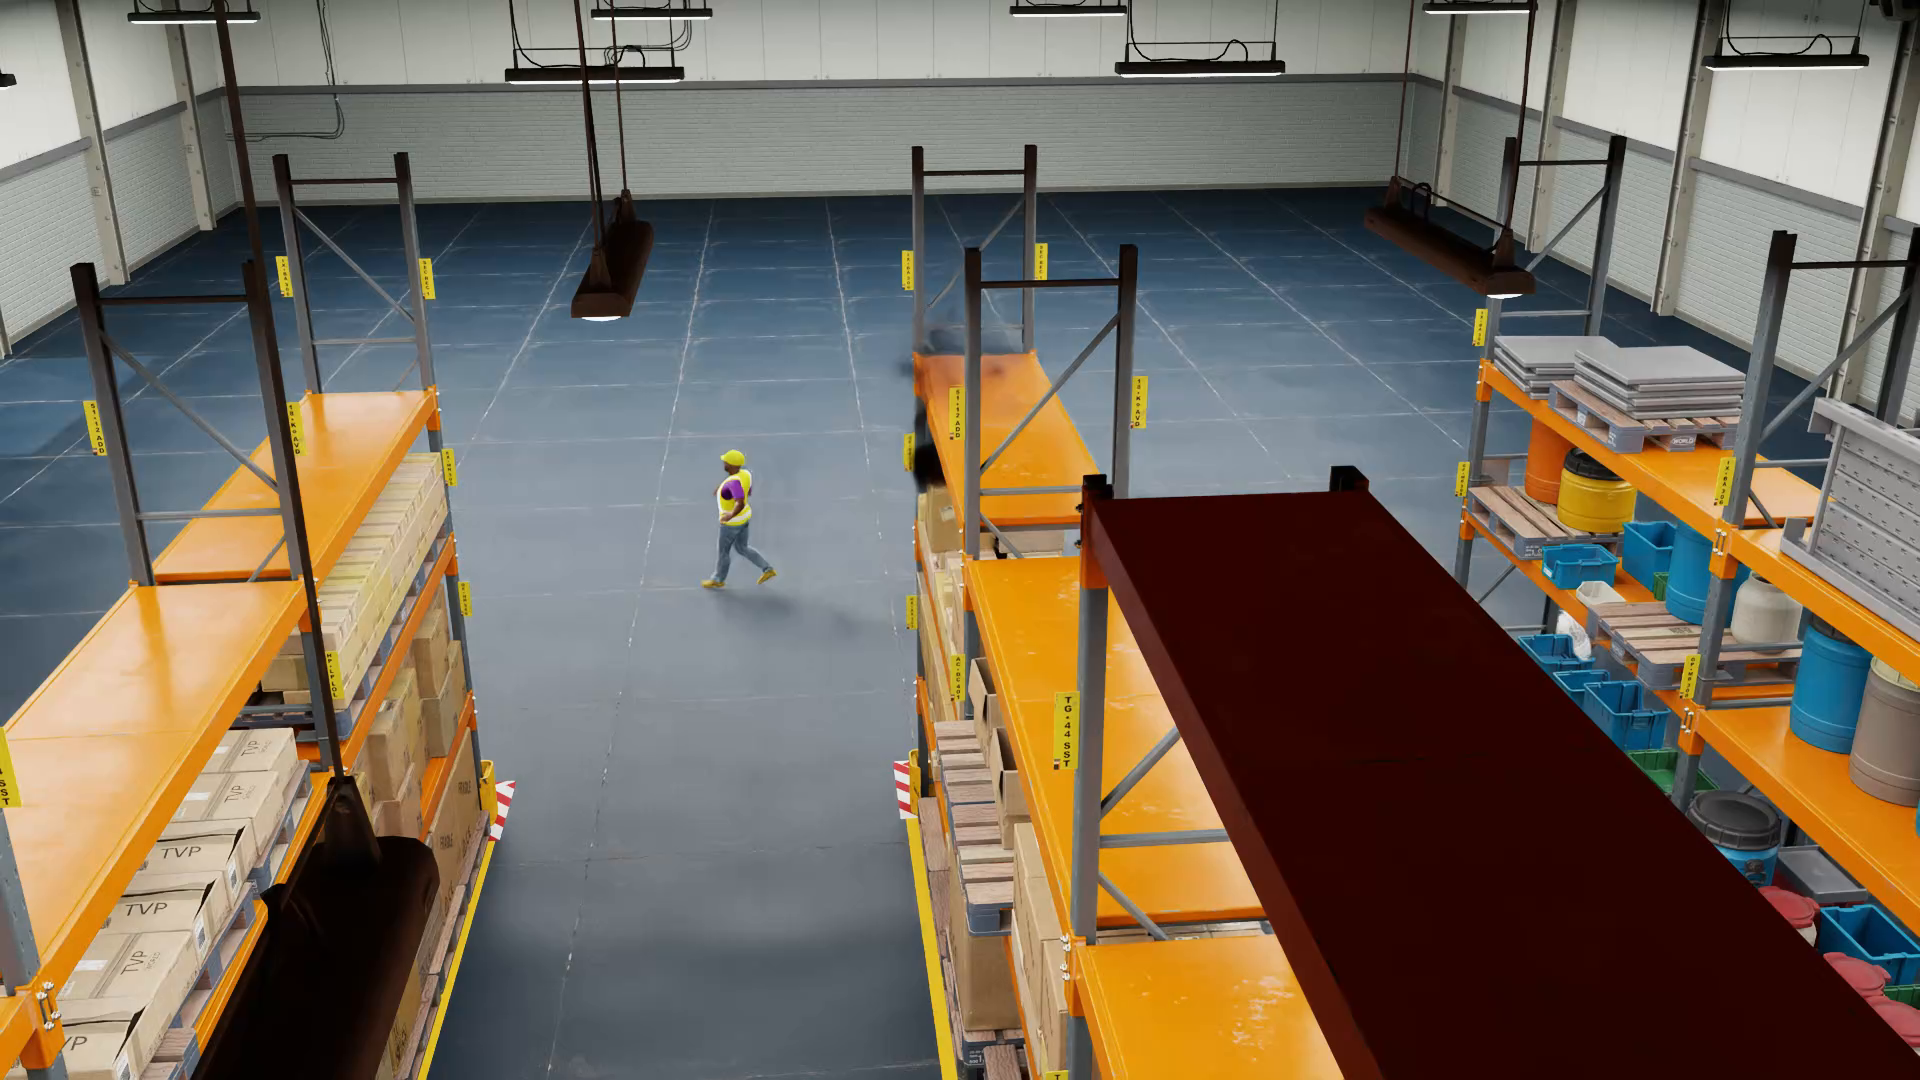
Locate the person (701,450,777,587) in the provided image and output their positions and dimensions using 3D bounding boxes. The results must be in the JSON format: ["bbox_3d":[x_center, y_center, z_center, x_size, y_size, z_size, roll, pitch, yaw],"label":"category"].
[{"bbox_3d":[-2.672,-0.232,19.763,0.970,1.760,0.698,8,23,18],"label":"person"}]

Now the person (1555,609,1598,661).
[{"bbox_3d":[5.978,1.149,16.501,0.629,1.605,0.602,18,28,38],"label":"person"}]
